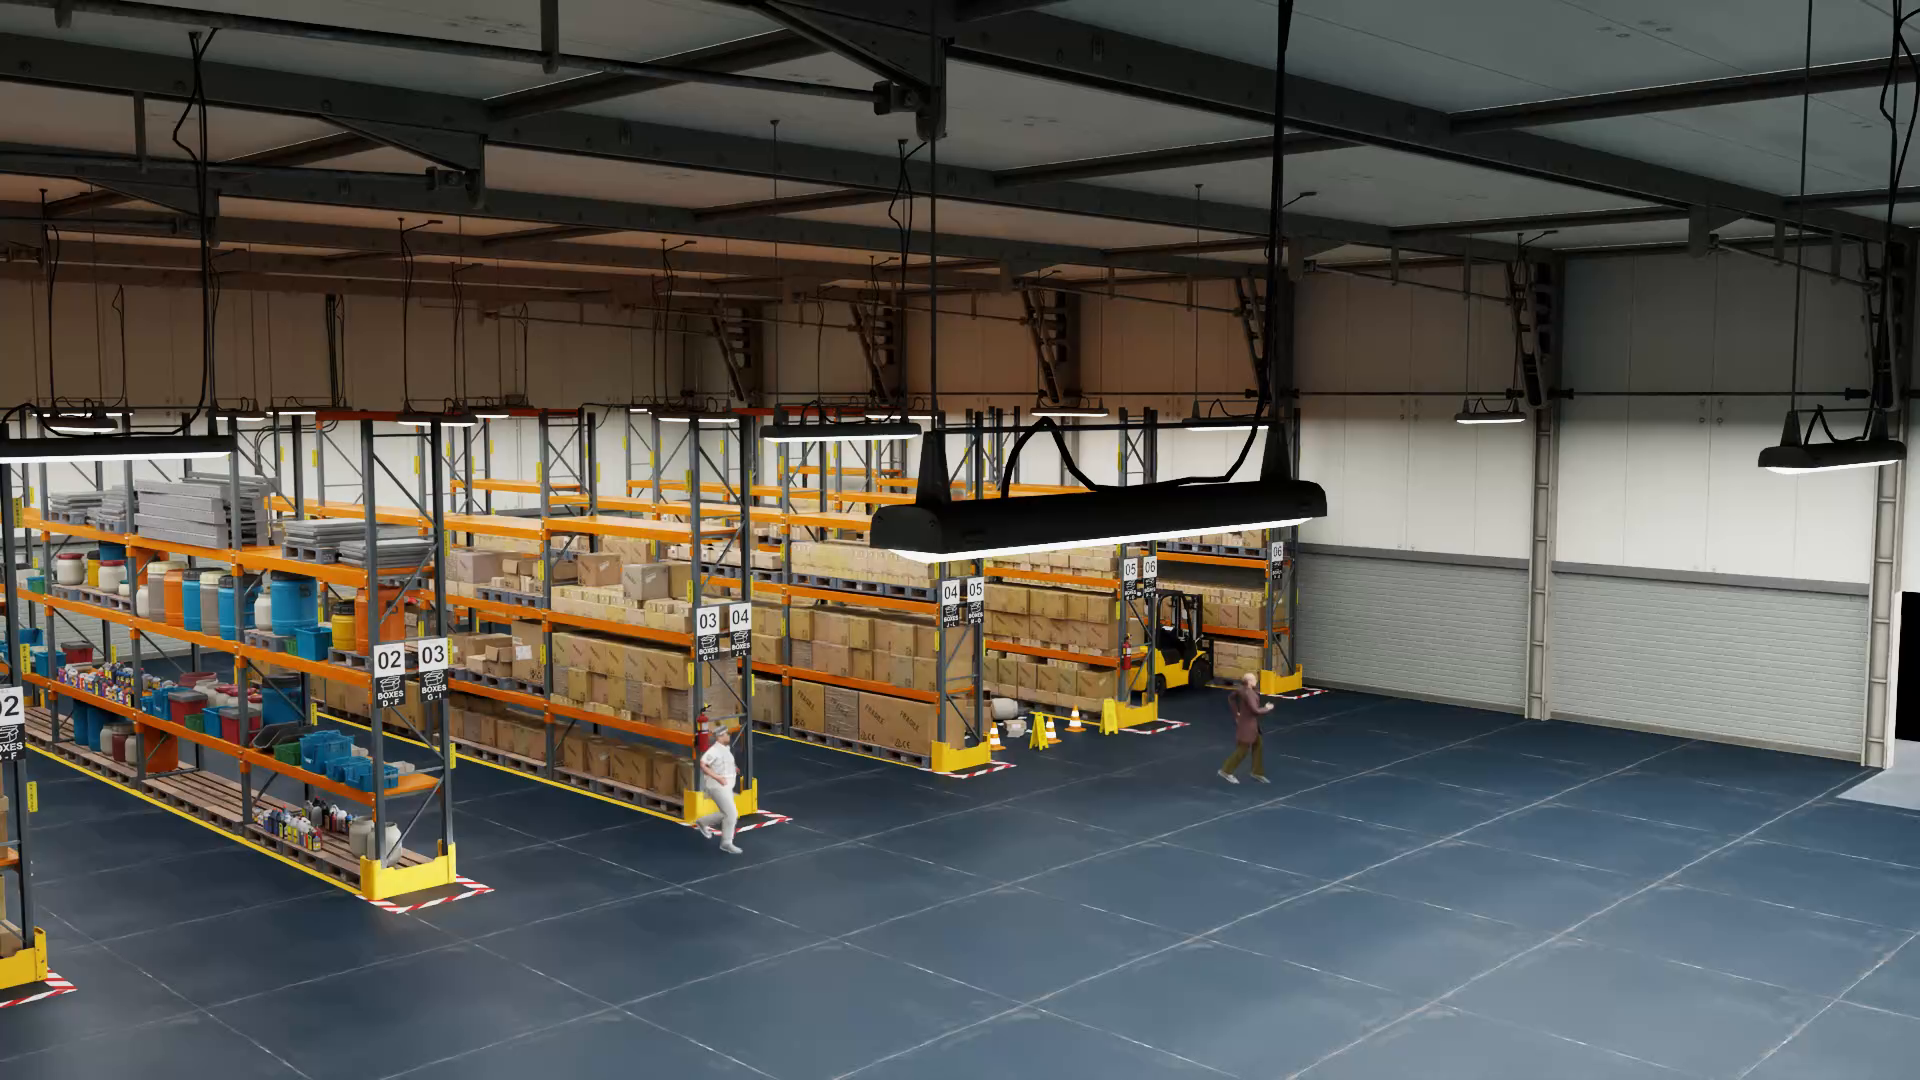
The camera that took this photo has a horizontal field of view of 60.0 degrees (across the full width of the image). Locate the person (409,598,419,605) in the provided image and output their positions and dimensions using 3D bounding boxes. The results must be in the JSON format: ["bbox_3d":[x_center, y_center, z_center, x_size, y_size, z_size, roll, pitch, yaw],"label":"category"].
[{"bbox_3d":[-12.577,2.161,37.865,0.782,1.671,0.624,-2,6,-24],"label":"person"}]

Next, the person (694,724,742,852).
[{"bbox_3d":[-3.355,3.439,23.246,0.800,1.740,0.694,1,5,11],"label":"person"}]

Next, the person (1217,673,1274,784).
[{"bbox_3d":[4.606,3.060,26.817,0.898,1.846,0.705,0,5,1],"label":"person"}]
